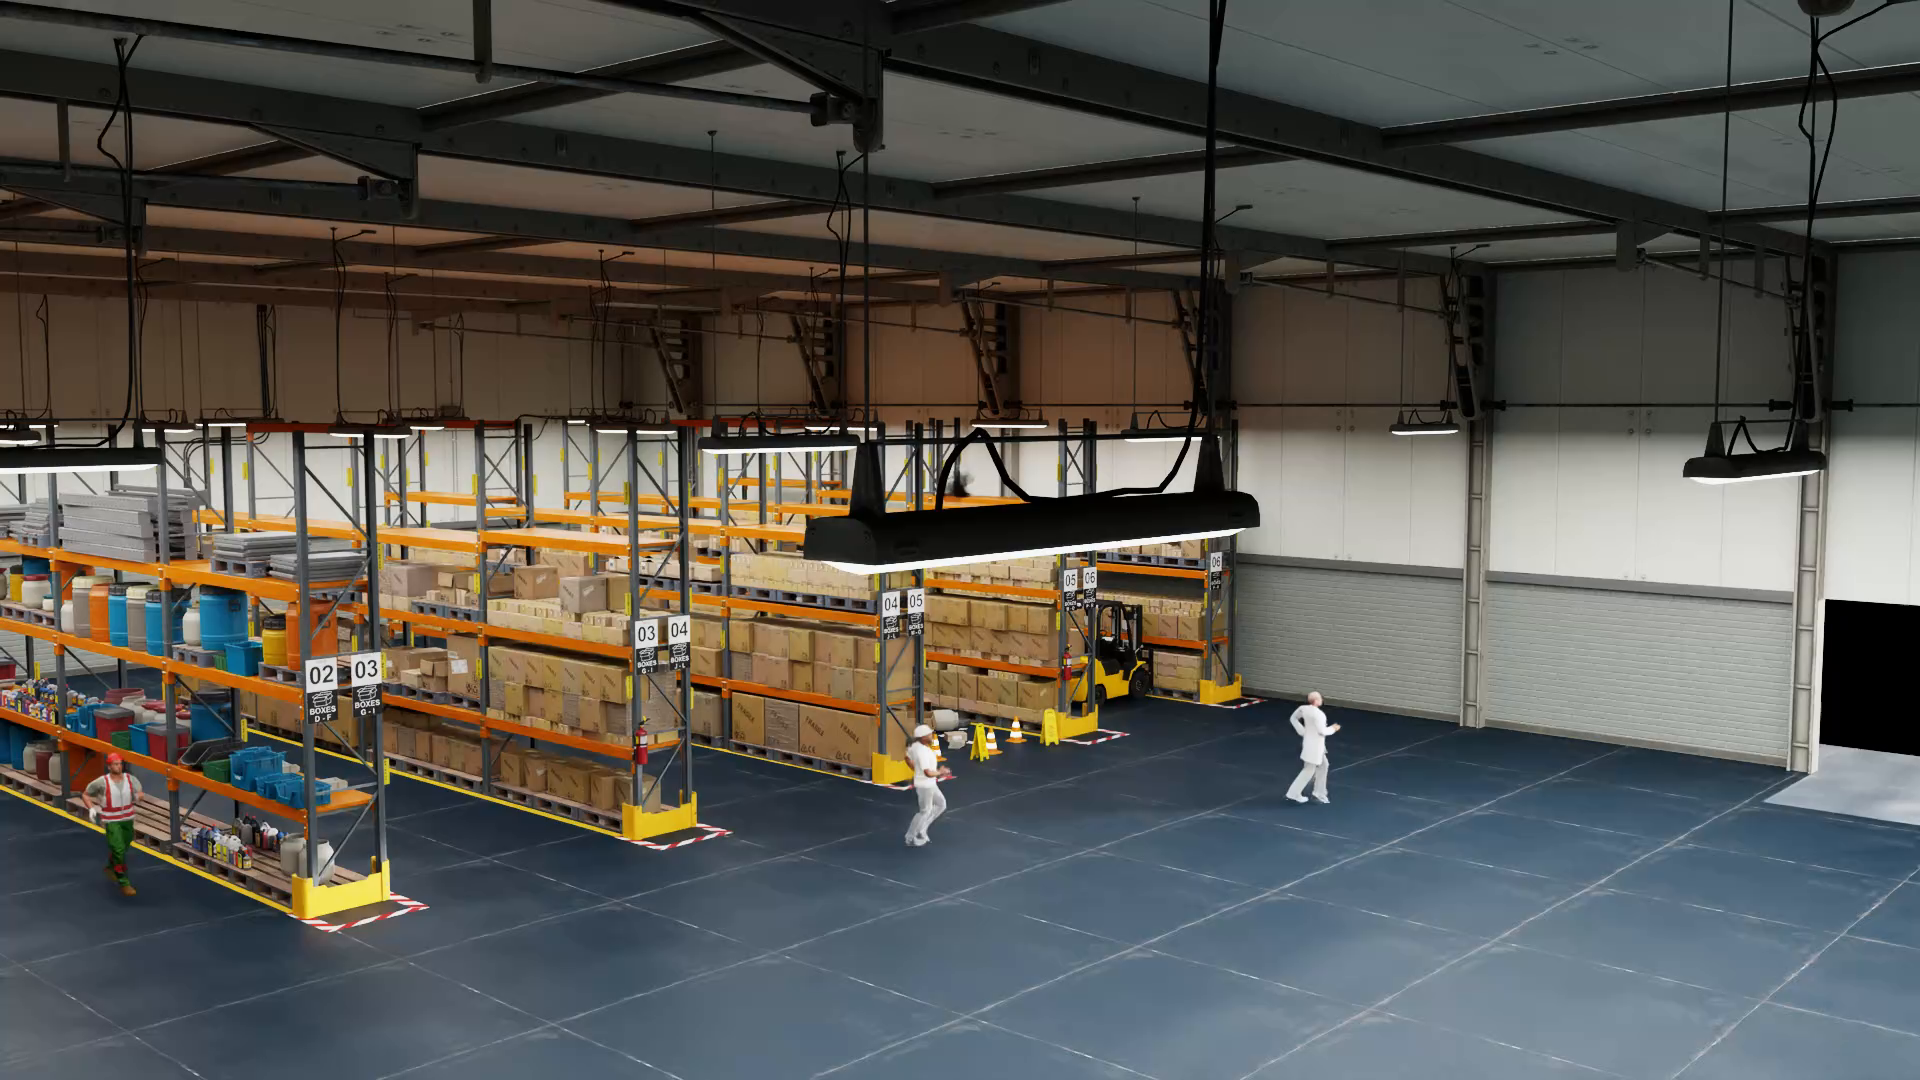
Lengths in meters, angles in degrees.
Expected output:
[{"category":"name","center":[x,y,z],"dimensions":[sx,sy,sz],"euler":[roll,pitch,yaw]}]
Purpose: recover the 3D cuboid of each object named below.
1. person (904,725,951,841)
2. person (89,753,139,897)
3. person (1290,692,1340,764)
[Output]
[{"category":"person","center":[-0.465,3.461,23.807],"dimensions":[0.666,1.658,0.677],"euler":[0,5,-3]},{"category":"person","center":[-10.948,3.648,21.499],"dimensions":[0.982,1.786,0.543],"euler":[3,6,36]},{"category":"person","center":[5.632,2.952,26.193],"dimensions":[0.709,1.136,0.683],"euler":[-1,5,-7]}]
